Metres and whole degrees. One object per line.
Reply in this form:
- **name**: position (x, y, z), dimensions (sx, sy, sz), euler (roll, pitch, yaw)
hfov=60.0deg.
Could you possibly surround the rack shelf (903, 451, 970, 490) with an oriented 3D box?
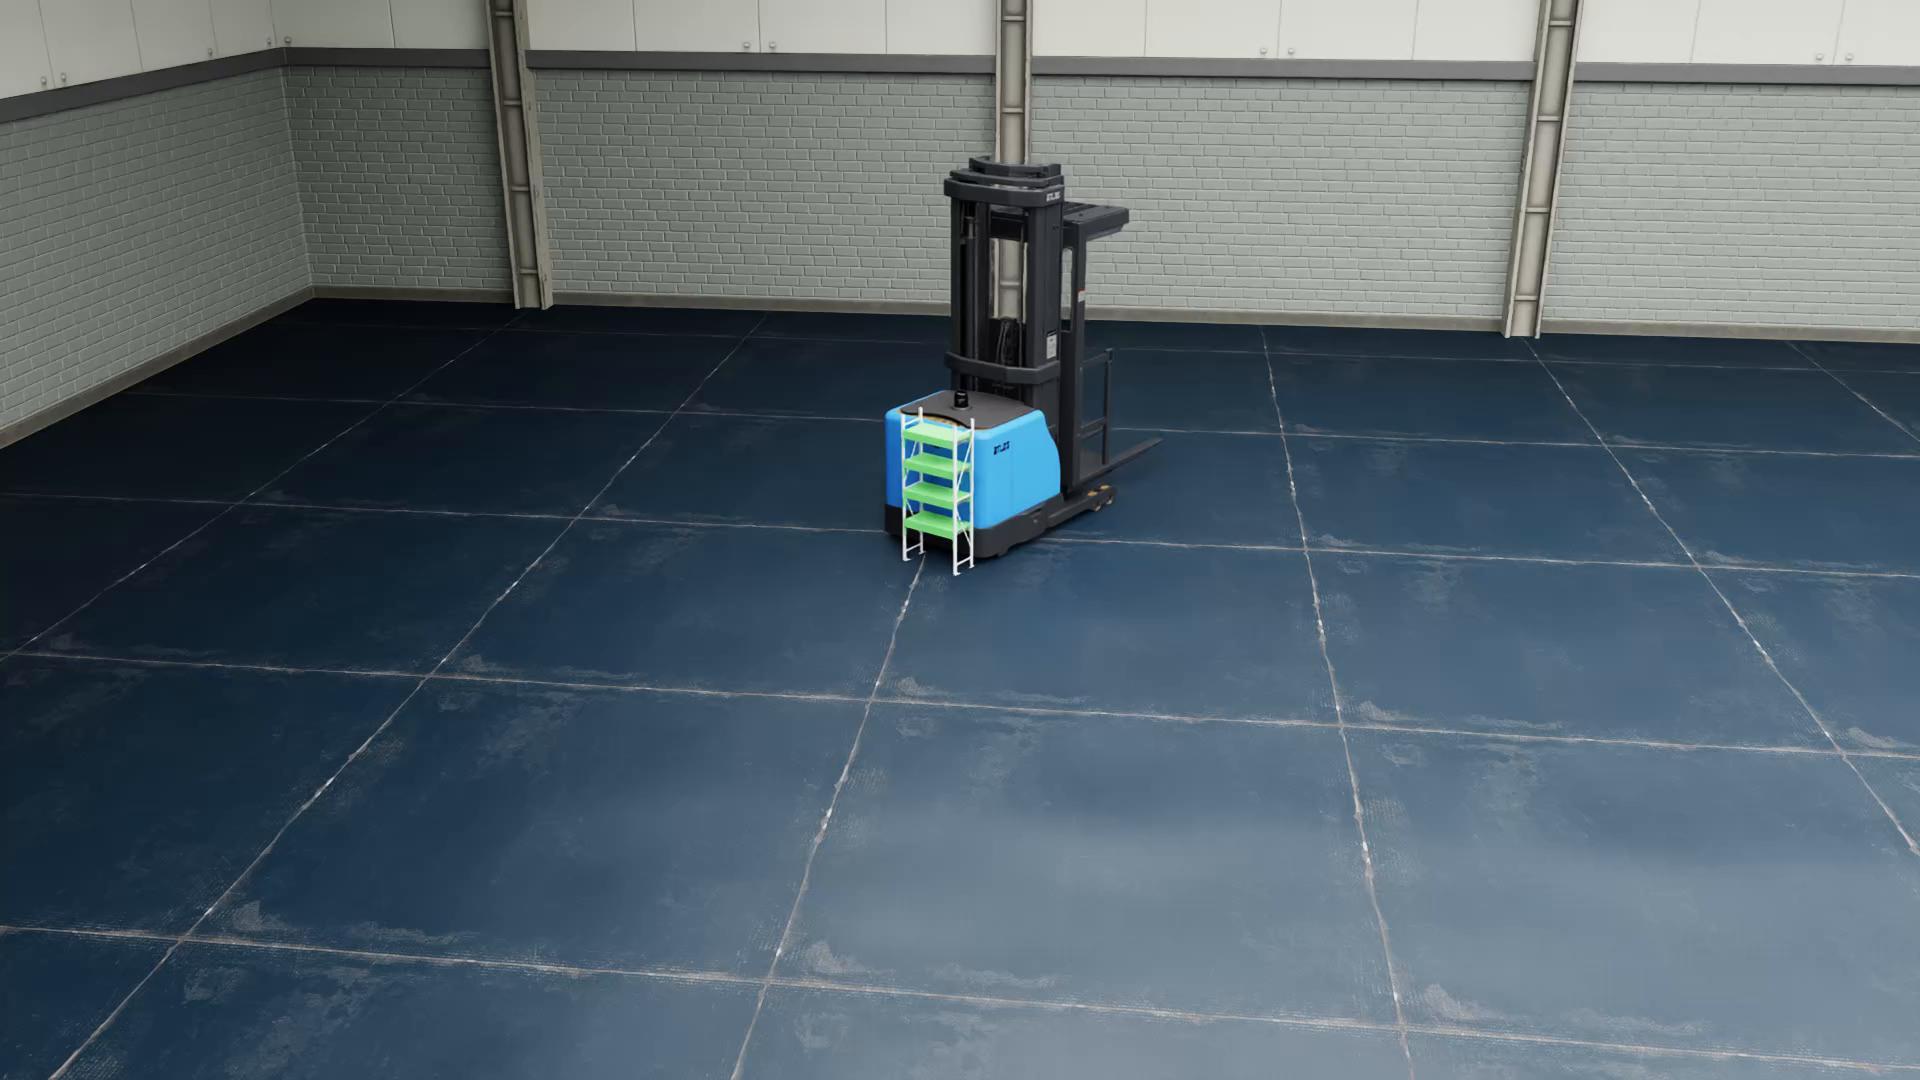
- **rack shelf**: position (-0.170, -0.534, 12.679), dimensions (0.480, 0.148, 0.258), euler (15, 26, 33)

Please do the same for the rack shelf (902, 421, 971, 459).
- **rack shelf**: position (-0.170, -0.757, 12.591), dimensions (0.480, 0.148, 0.258), euler (15, 26, 33)

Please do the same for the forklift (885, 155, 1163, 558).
- **forklift**: position (0.677, -1.704, 13.763), dimensions (1.130, 2.935, 3.031), euler (15, 26, 34)

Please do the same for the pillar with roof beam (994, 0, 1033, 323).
- **pillar with roof beam**: position (0.115, -5.288, 14.575), dimensions (0.400, 9.000, 9.100), euler (2, 22, 6)

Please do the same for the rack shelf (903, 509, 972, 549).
- **rack shelf**: position (-0.170, -0.087, 12.856), dimensions (0.480, 0.148, 0.258), euler (15, 26, 33)

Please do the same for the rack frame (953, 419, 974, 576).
- **rack frame**: position (0.026, -0.317, 12.610), dimensions (0.015, 1.200, 0.240), euler (15, 26, 33)

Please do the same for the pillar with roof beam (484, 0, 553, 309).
- **pillar with roof beam**: position (-5.843, -5.547, 15.232), dimensions (0.400, 9.000, 9.100), euler (2, 22, 6)

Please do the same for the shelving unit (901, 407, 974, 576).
- **shelving unit**: position (-0.170, -0.370, 12.744), dimensions (0.503, 1.200, 0.258), euler (15, 26, 33)

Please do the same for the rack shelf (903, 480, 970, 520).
- **rack shelf**: position (-0.170, -0.311, 12.767), dimensions (0.480, 0.148, 0.258), euler (15, 26, 33)

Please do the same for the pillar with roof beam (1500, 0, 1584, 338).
- **pillar with roof beam**: position (6.073, -5.028, 13.919), dimensions (0.400, 9.000, 9.100), euler (2, 22, 6)

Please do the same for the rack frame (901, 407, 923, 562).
- **rack frame**: position (-0.367, -0.423, 12.878), dimensions (0.015, 1.200, 0.240), euler (15, 26, 33)
